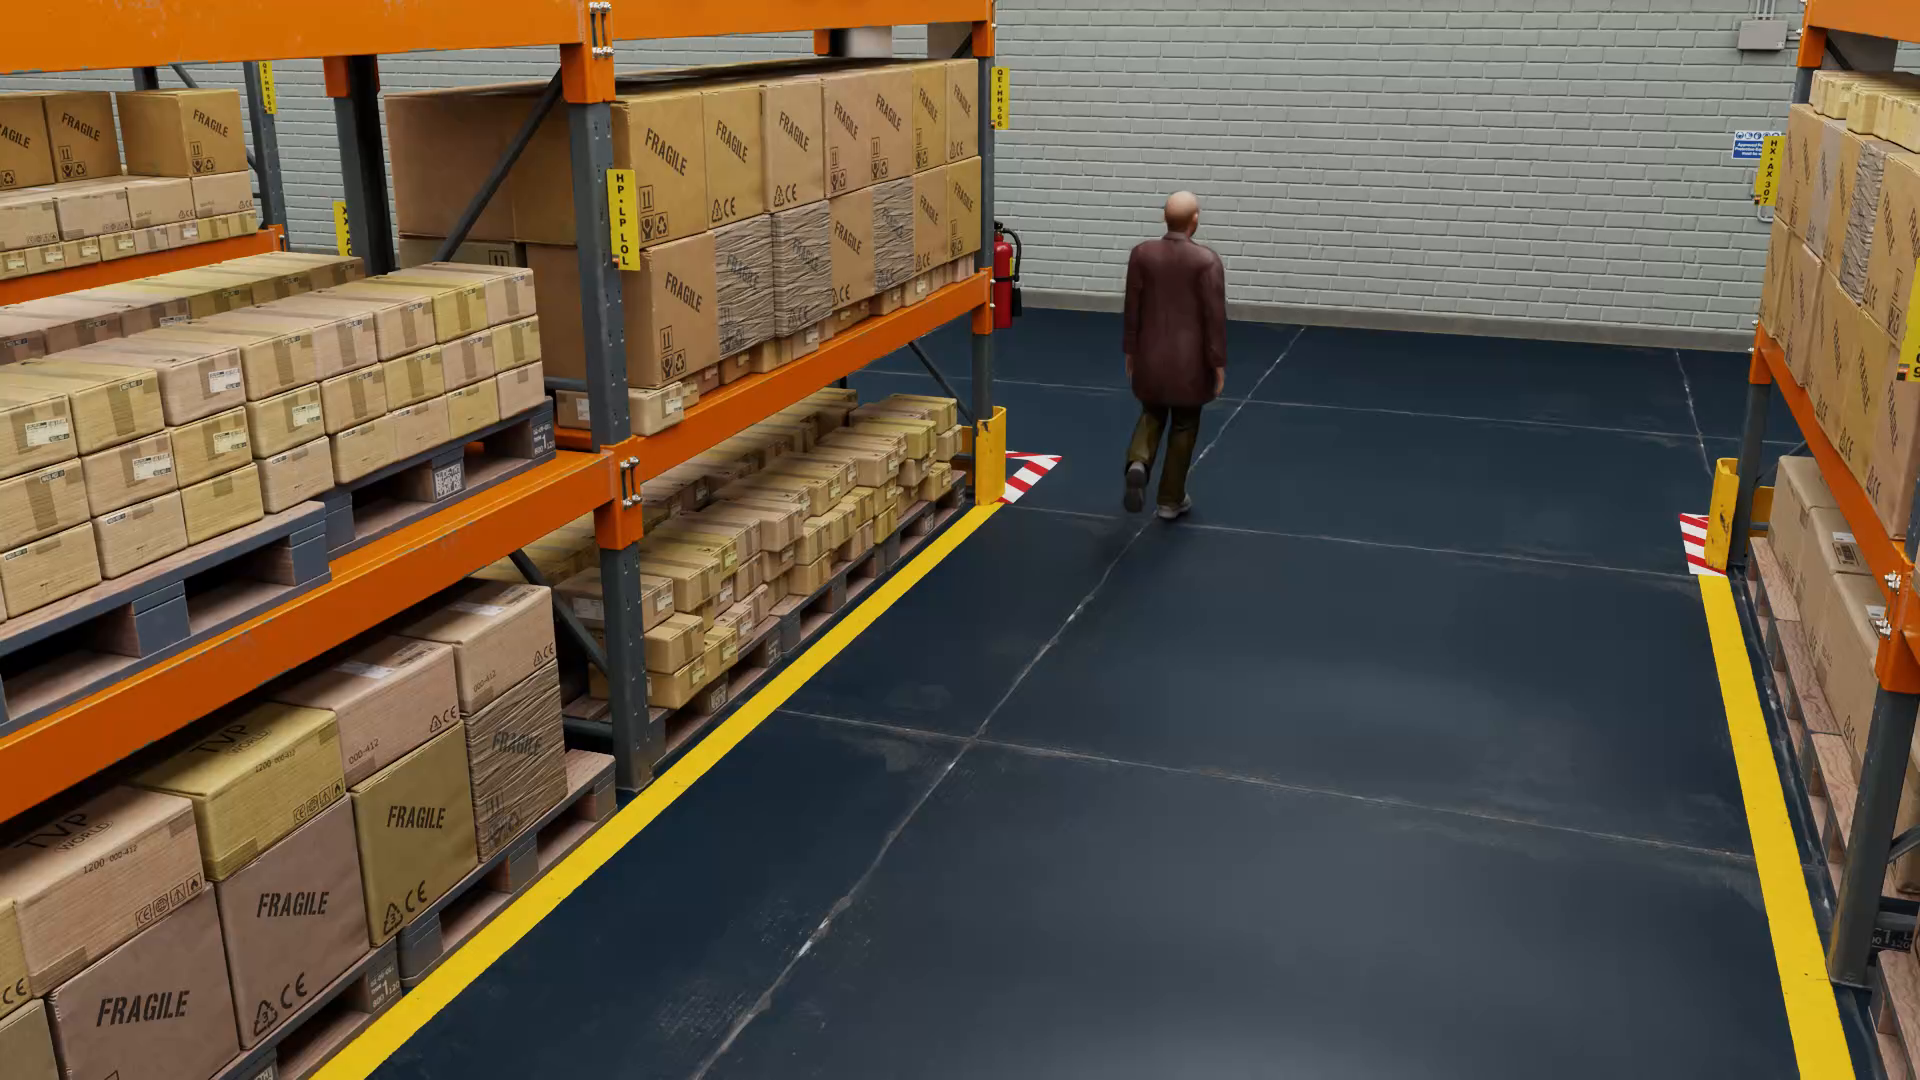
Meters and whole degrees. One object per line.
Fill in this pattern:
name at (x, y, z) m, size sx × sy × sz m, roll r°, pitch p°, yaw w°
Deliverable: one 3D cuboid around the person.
person at (1.132, -0.964, 8.904) m, size 0.622 × 1.774 × 0.628 m, roll 10°, pitch 21°, yaw 28°
